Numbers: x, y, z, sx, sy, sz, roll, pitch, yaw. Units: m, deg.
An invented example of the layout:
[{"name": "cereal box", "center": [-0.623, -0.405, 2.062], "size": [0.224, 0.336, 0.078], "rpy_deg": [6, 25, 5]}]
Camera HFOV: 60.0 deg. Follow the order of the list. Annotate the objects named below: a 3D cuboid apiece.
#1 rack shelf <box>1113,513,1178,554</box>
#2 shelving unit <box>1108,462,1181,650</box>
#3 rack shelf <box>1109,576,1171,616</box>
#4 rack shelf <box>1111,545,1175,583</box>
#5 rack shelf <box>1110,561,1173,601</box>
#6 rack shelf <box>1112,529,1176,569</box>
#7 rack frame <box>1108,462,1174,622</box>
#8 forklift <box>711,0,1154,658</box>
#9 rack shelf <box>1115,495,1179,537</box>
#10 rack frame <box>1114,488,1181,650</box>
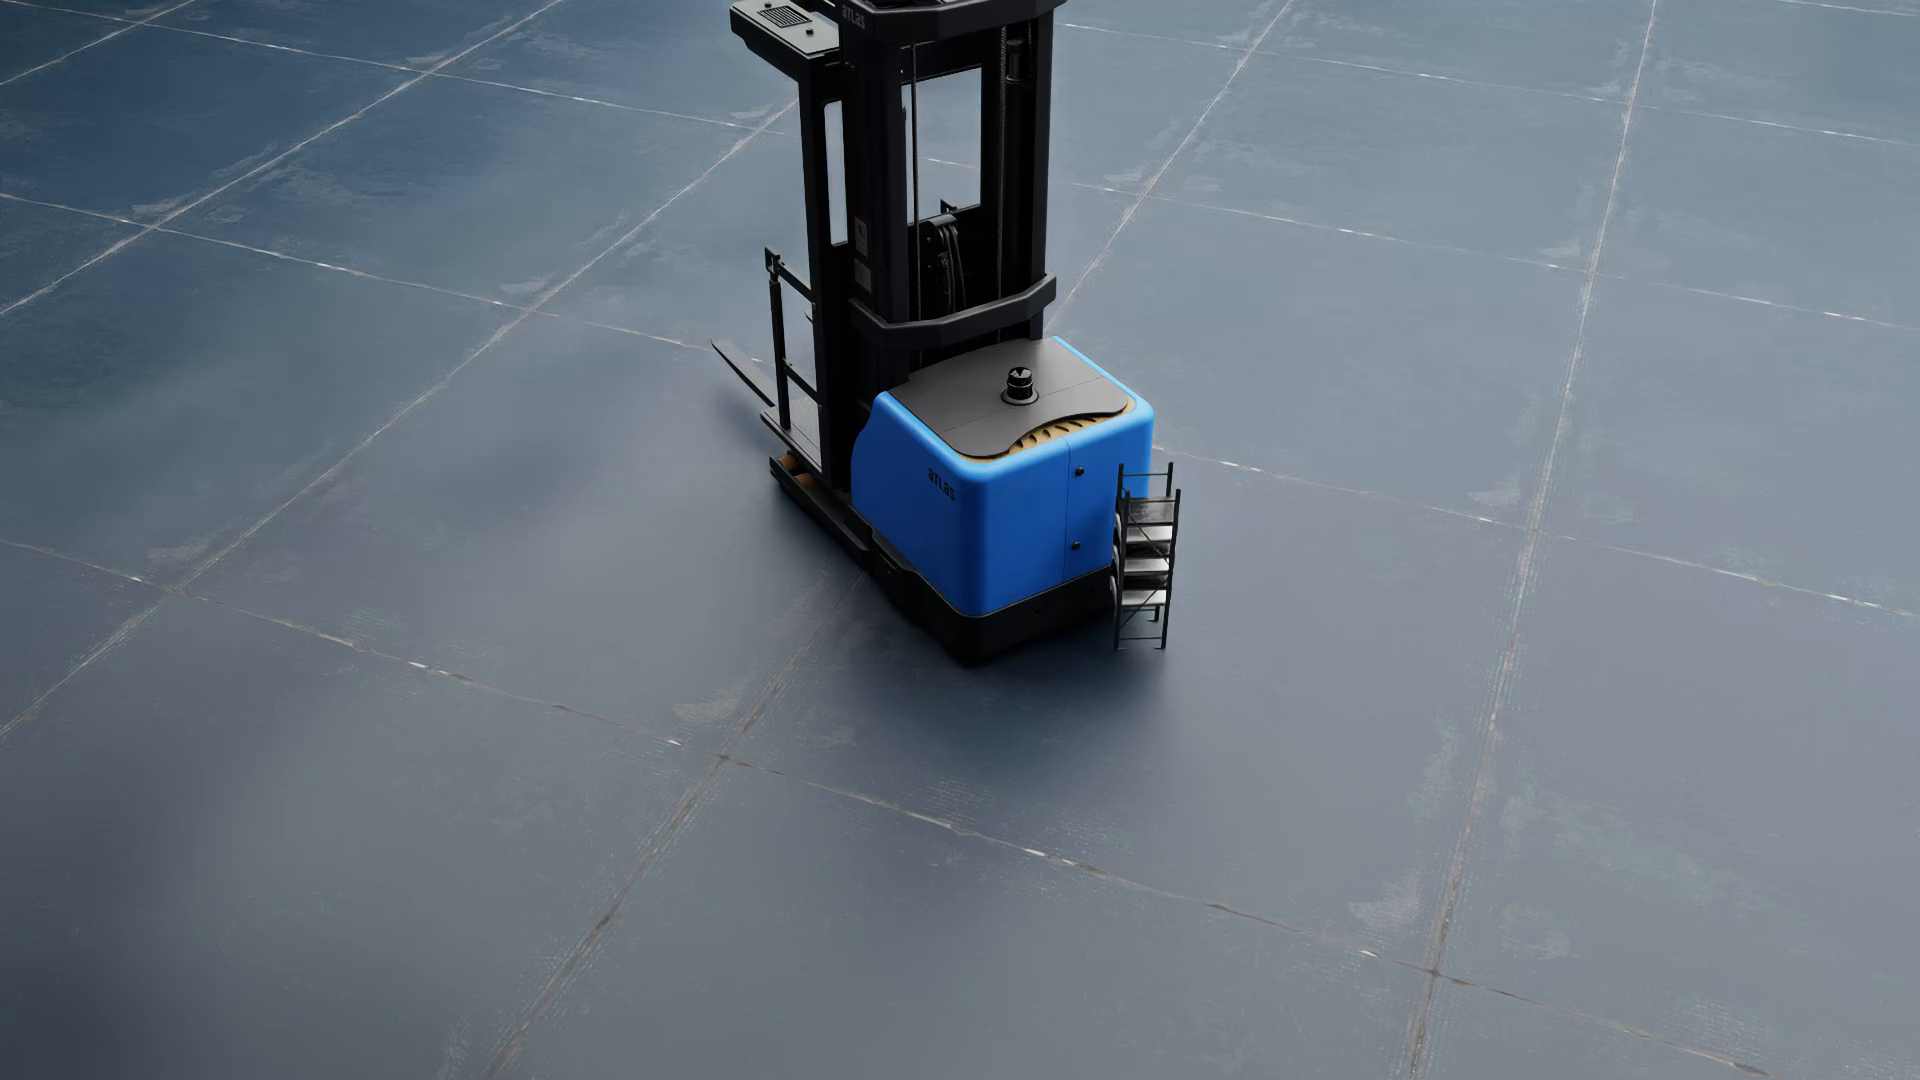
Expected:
[{"name": "rack shelf", "center": [0.823, -0.035, 7.400], "size": [0.258, 0.077, 0.200], "rpy_deg": [-2, 37, -3]}, {"name": "shelving unit", "center": [0.823, 0.083, 7.489], "size": [0.258, 0.900, 0.210], "rpy_deg": [-2, 37, -3]}, {"name": "rack shelf", "center": [0.823, 0.253, 7.617], "size": [0.258, 0.077, 0.200], "rpy_deg": [-2, 37, -3]}, {"name": "rack shelf", "center": [0.823, 0.109, 7.509], "size": [0.258, 0.077, 0.200], "rpy_deg": [-2, 37, -3]}, {"name": "rack shelf", "center": [0.823, 0.181, 7.563], "size": [0.258, 0.077, 0.200], "rpy_deg": [-2, 37, -3]}, {"name": "rack shelf", "center": [0.823, 0.037, 7.455], "size": [0.258, 0.077, 0.200], "rpy_deg": [-2, 37, -3]}, {"name": "rack frame", "center": [0.818, 0.021, 7.570], "size": [0.240, 0.900, 0.006], "rpy_deg": [-2, 37, -3]}, {"name": "forklift", "center": [-0.335, -1.490, 7.896], "size": [1.130, 2.935, 3.031], "rpy_deg": [-21, 42, -25]}, {"name": "rack shelf", "center": [0.823, -0.106, 7.346], "size": [0.258, 0.077, 0.200], "rpy_deg": [-2, 37, -3]}, {"name": "rack frame", "center": [0.829, 0.144, 7.408], "size": [0.240, 0.900, 0.006], "rpy_deg": [-2, 37, -3]}]
